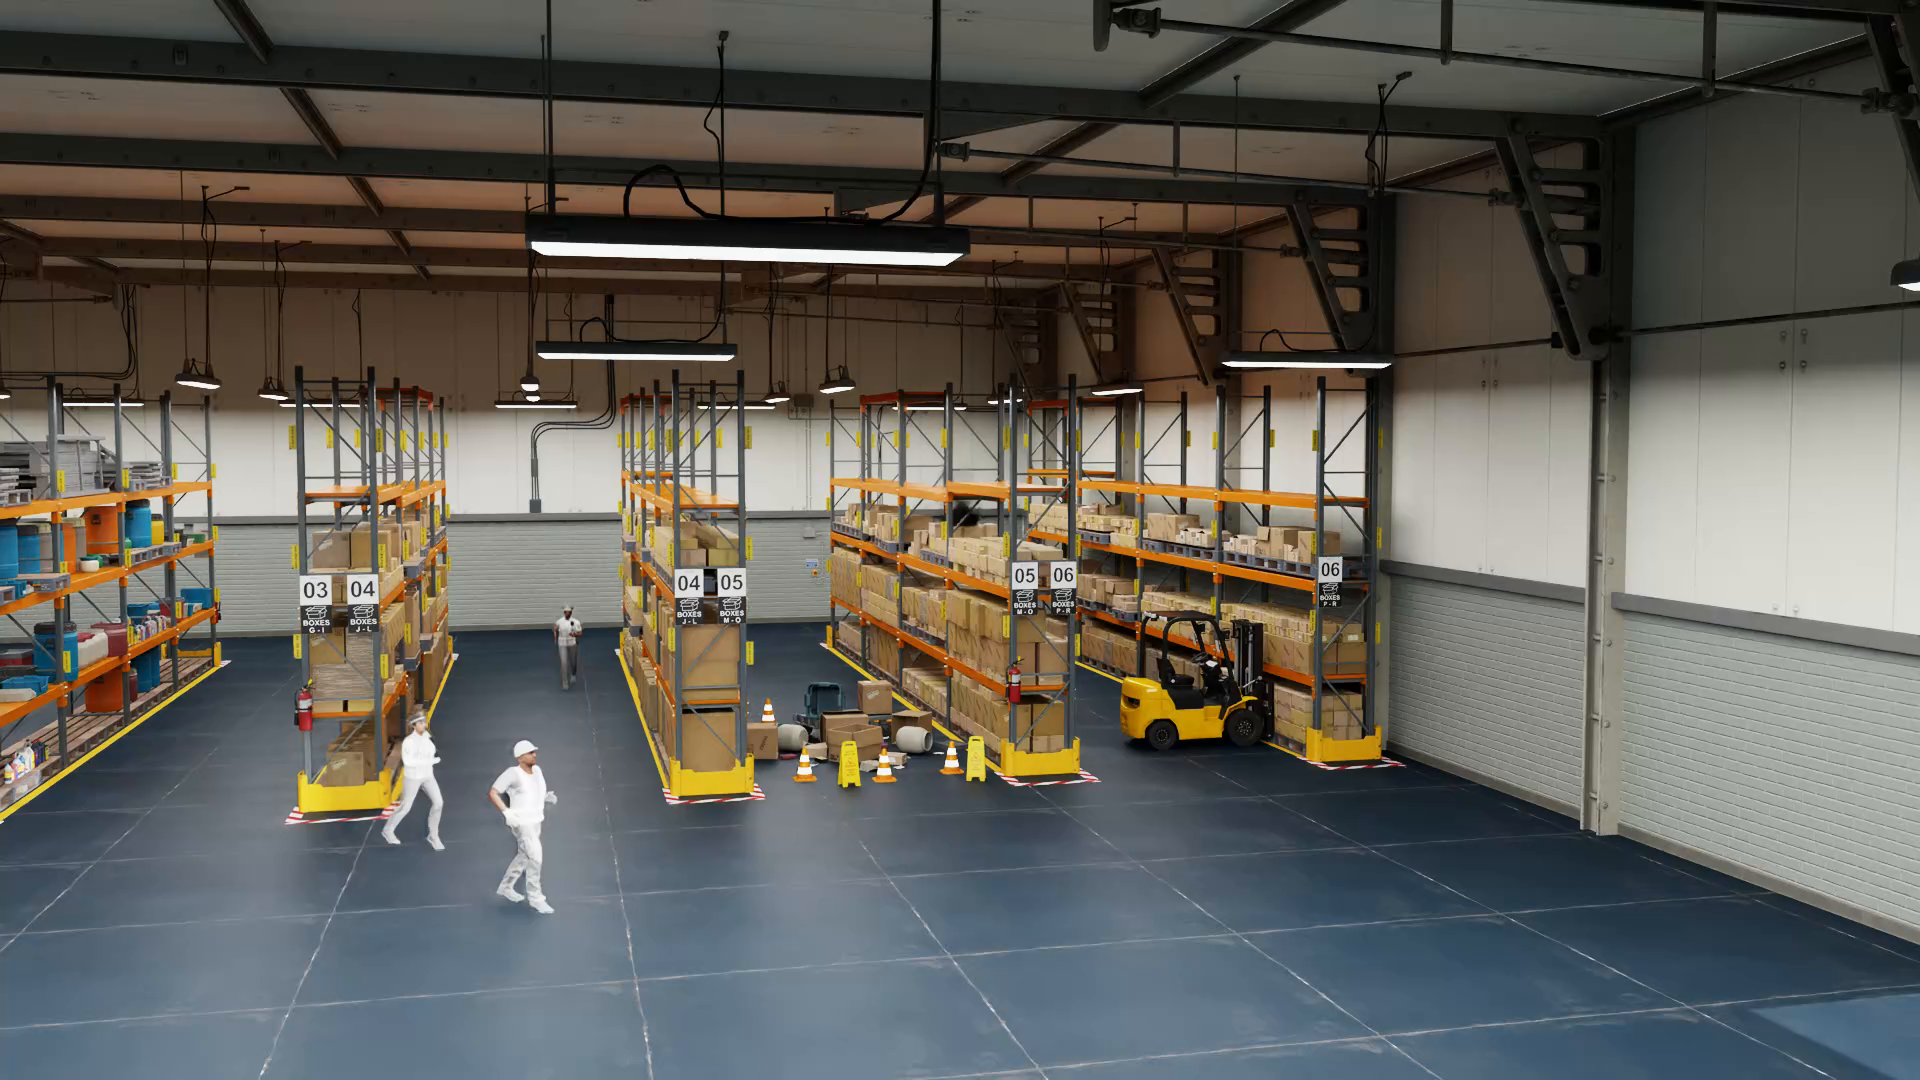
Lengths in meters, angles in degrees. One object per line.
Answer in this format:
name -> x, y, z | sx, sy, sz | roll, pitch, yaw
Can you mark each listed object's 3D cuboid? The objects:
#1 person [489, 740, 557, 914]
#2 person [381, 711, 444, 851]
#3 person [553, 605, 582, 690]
person -> -4.646, 3.053, 17.768 | 0.741, 1.835, 0.674 | 1, 4, 15
person -> -6.666, 2.943, 20.391 | 0.878, 1.741, 0.623 | 2, 4, 27
person -> -7.923, 2.137, 33.589 | 0.581, 1.676, 0.932 | -1, 3, -11
